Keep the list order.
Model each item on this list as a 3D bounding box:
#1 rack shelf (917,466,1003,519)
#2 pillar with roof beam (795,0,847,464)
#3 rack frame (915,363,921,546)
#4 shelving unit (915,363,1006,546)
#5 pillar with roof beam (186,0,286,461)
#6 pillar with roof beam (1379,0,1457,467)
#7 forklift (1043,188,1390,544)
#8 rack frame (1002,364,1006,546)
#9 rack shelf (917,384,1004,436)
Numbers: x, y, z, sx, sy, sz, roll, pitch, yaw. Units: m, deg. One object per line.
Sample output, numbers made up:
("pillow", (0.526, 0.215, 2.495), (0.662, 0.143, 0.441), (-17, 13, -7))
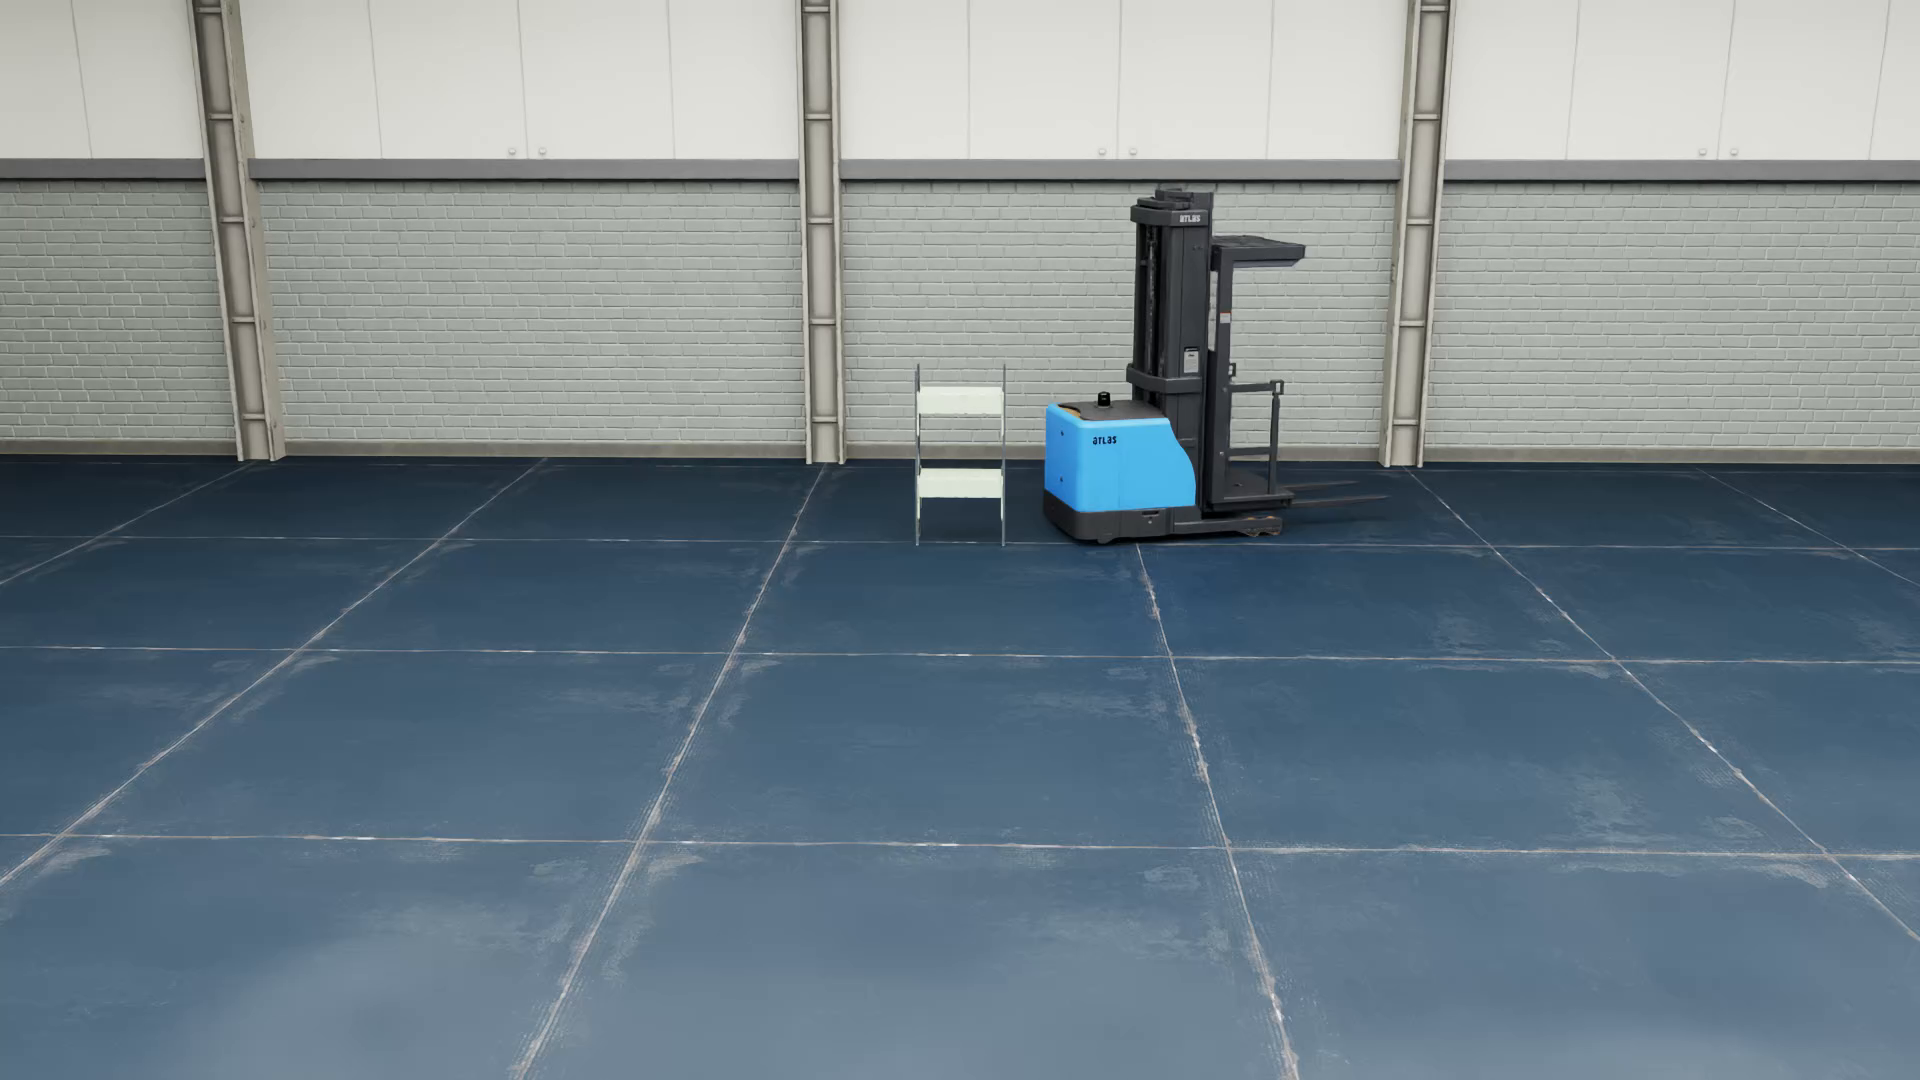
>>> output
("rack shelf", (0.007, -0.410, 14.232), (0.720, 0.370, 0.431), (0, 15, 1))
("pillar with roof beam", (-1.514, -4.087, 12.192), (0.400, 9.000, 9.100), (0, 15, 1))
("rack frame", (-0.359, -0.728, 14.158), (0.023, 1.500, 0.400), (0, 15, 1))
("shelving unit", (0.007, -0.725, 14.149), (0.755, 1.500, 0.431), (0, 15, 1))
("pillar with roof beam", (-7.512, -4.126, 12.340), (0.400, 9.000, 9.100), (0, 15, 1))
("pillar with roof beam", (4.484, -4.048, 12.043), (0.400, 9.000, 9.100), (0, 15, 1))
("forklift", (2.320, -1.571, 14.548), (3.031, 2.935, 1.130), (-4, 15, -14))
("rack frame", (0.373, -0.723, 14.139), (0.023, 1.500, 0.400), (0, 15, 1))
("rack shelf", (0.007, -1.102, 14.049), (0.720, 0.370, 0.431), (0, 15, 1))
